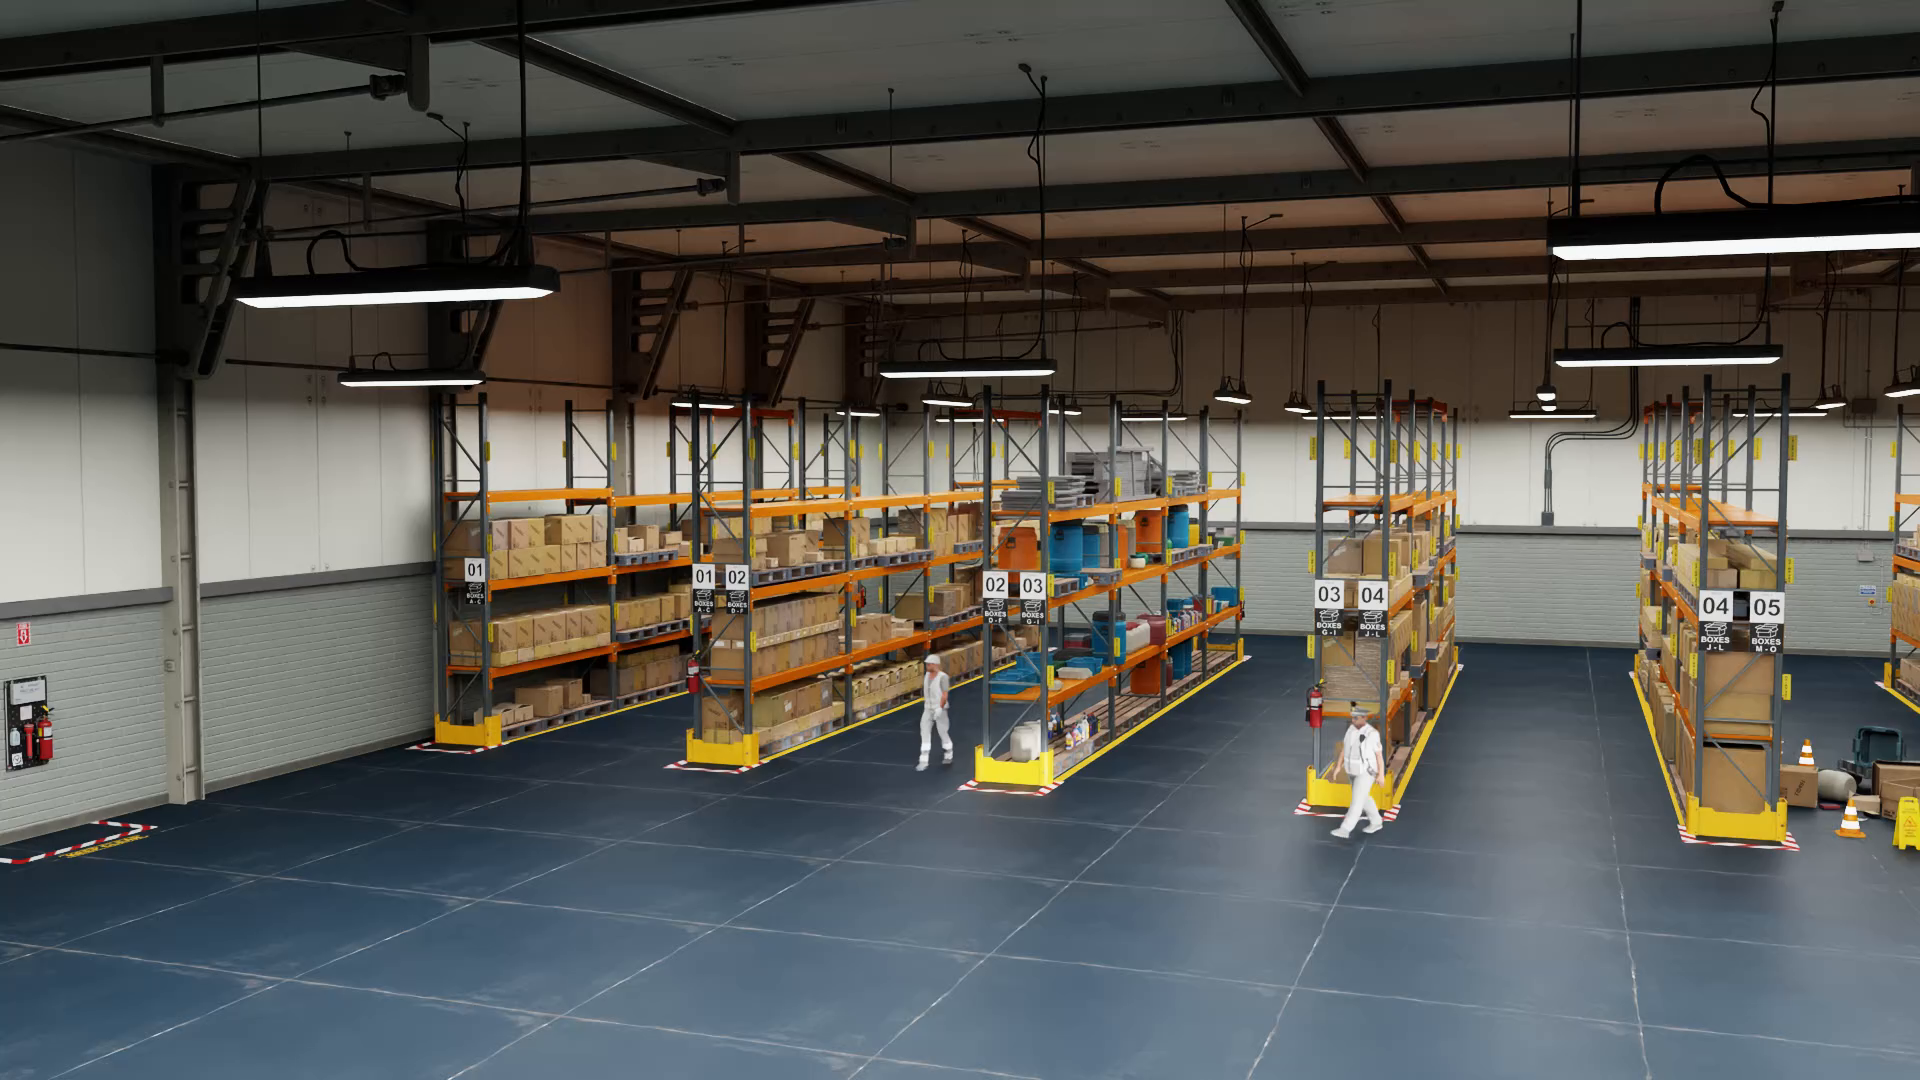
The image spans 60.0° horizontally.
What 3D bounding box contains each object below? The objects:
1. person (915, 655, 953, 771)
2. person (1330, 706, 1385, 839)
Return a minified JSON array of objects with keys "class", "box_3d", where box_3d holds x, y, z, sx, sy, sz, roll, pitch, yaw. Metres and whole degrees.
[{"class":"person","box_3d":[-0.432,2.712,26.317,0.553,1.788,0.806,2,4,37]},{"class":"person","box_3d":[5.103,2.989,21.498,1.087,1.692,0.565,-2,3,-27]}]
